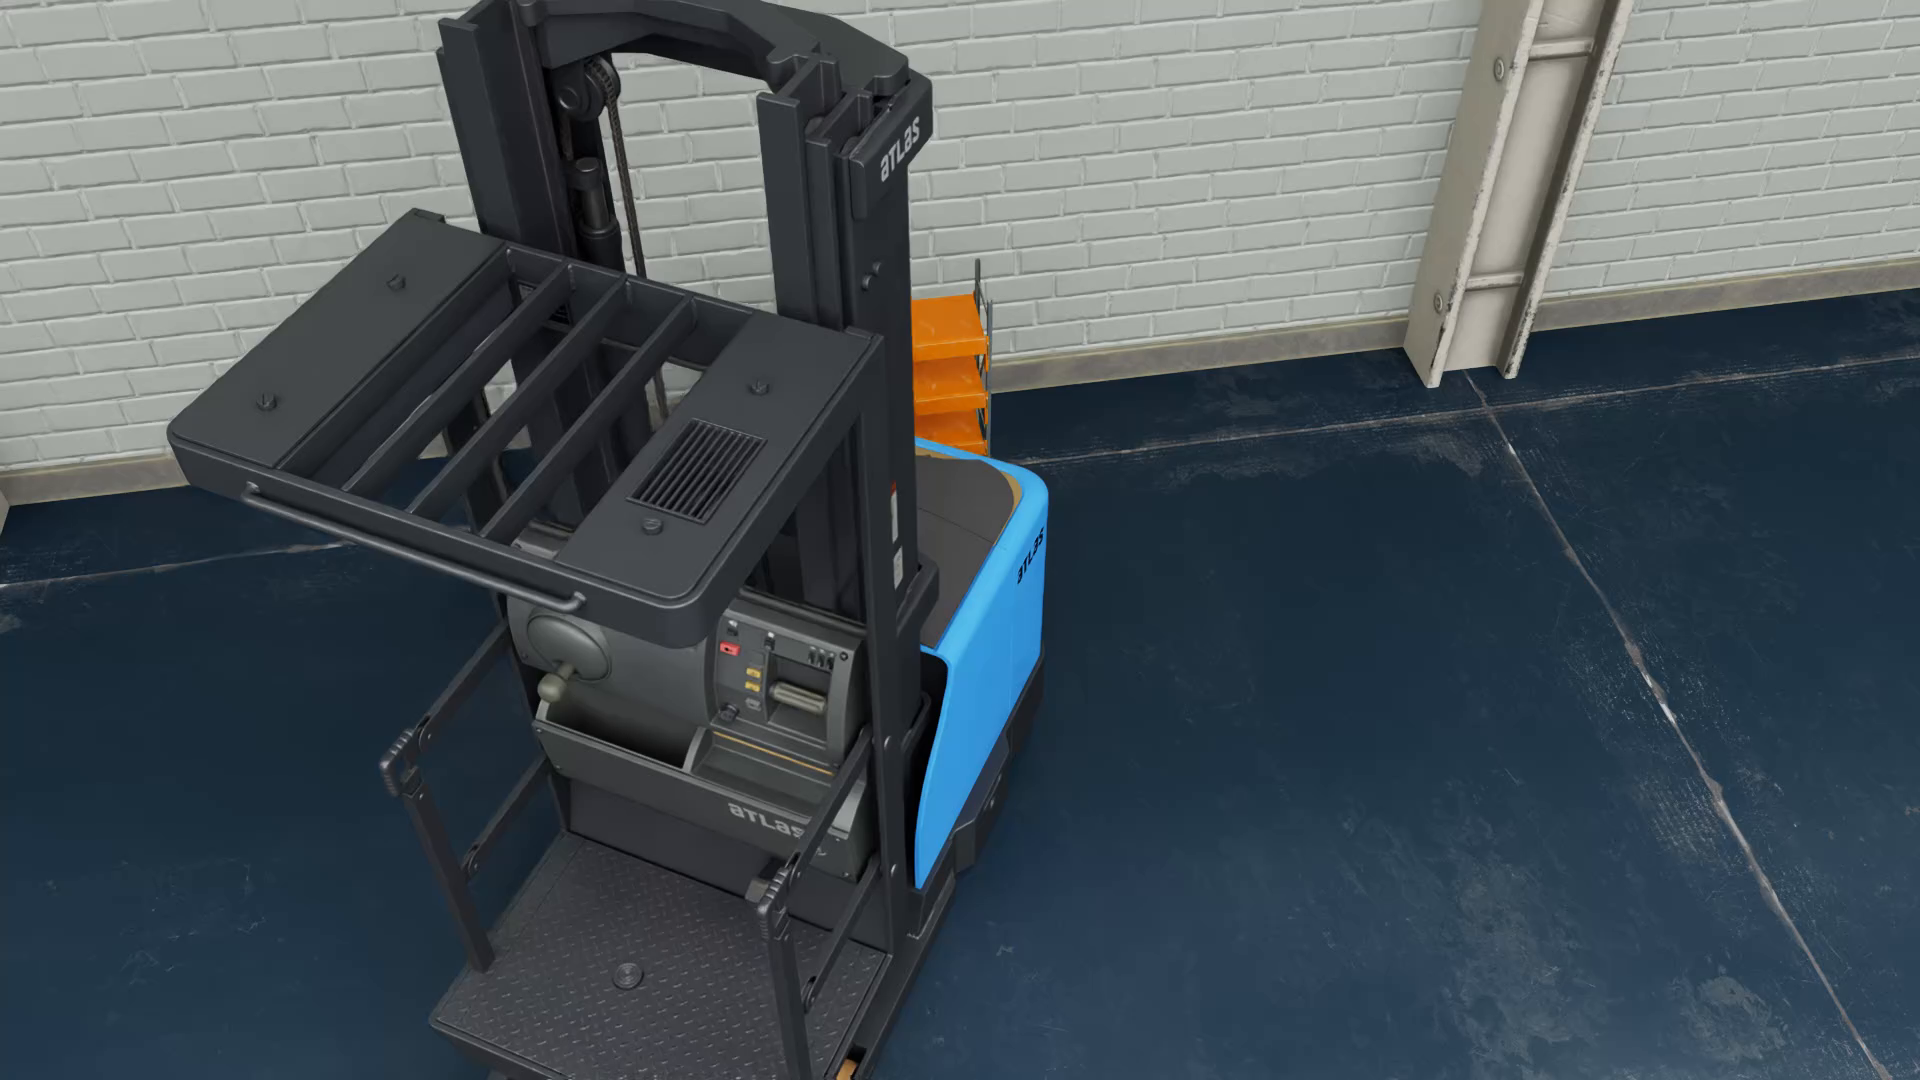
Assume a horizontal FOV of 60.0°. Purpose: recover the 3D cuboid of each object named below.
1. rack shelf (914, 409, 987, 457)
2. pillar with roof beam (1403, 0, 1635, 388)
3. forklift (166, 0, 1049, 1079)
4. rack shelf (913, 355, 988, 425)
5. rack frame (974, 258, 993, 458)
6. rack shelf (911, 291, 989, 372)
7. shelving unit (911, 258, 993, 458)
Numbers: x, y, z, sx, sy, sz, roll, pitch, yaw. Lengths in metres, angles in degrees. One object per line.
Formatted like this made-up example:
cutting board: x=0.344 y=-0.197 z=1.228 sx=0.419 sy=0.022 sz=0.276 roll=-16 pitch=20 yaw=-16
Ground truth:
rack shelf: x=-0.163 y=-0.349 z=5.847 sx=0.480 sy=0.148 sz=0.258 roll=-7 pitch=46 yaw=-7
pillar with roof beam: x=2.826 y=-0.827 z=0.798 sx=0.400 sy=9.000 sz=9.100 roll=-7 pitch=46 yaw=-7
forklift: x=-0.762 y=0.373 z=3.855 sx=1.130 sy=2.935 sz=3.031 roll=17 pitch=48 yaw=16
rack shelf: x=-0.163 y=-0.504 z=5.686 sx=0.480 sy=0.148 sz=0.258 roll=-7 pitch=46 yaw=-7
rack frame: x=0.077 y=-0.426 z=5.827 sx=0.015 sy=1.200 sz=0.240 roll=-7 pitch=46 yaw=-7
rack shelf: x=-0.163 y=-0.669 z=5.515 sx=0.480 sy=0.148 sz=0.258 roll=-7 pitch=46 yaw=-7
shelving unit: x=-0.163 y=-0.396 z=5.798 sx=0.503 sy=1.200 sz=0.258 roll=-7 pitch=46 yaw=-7
